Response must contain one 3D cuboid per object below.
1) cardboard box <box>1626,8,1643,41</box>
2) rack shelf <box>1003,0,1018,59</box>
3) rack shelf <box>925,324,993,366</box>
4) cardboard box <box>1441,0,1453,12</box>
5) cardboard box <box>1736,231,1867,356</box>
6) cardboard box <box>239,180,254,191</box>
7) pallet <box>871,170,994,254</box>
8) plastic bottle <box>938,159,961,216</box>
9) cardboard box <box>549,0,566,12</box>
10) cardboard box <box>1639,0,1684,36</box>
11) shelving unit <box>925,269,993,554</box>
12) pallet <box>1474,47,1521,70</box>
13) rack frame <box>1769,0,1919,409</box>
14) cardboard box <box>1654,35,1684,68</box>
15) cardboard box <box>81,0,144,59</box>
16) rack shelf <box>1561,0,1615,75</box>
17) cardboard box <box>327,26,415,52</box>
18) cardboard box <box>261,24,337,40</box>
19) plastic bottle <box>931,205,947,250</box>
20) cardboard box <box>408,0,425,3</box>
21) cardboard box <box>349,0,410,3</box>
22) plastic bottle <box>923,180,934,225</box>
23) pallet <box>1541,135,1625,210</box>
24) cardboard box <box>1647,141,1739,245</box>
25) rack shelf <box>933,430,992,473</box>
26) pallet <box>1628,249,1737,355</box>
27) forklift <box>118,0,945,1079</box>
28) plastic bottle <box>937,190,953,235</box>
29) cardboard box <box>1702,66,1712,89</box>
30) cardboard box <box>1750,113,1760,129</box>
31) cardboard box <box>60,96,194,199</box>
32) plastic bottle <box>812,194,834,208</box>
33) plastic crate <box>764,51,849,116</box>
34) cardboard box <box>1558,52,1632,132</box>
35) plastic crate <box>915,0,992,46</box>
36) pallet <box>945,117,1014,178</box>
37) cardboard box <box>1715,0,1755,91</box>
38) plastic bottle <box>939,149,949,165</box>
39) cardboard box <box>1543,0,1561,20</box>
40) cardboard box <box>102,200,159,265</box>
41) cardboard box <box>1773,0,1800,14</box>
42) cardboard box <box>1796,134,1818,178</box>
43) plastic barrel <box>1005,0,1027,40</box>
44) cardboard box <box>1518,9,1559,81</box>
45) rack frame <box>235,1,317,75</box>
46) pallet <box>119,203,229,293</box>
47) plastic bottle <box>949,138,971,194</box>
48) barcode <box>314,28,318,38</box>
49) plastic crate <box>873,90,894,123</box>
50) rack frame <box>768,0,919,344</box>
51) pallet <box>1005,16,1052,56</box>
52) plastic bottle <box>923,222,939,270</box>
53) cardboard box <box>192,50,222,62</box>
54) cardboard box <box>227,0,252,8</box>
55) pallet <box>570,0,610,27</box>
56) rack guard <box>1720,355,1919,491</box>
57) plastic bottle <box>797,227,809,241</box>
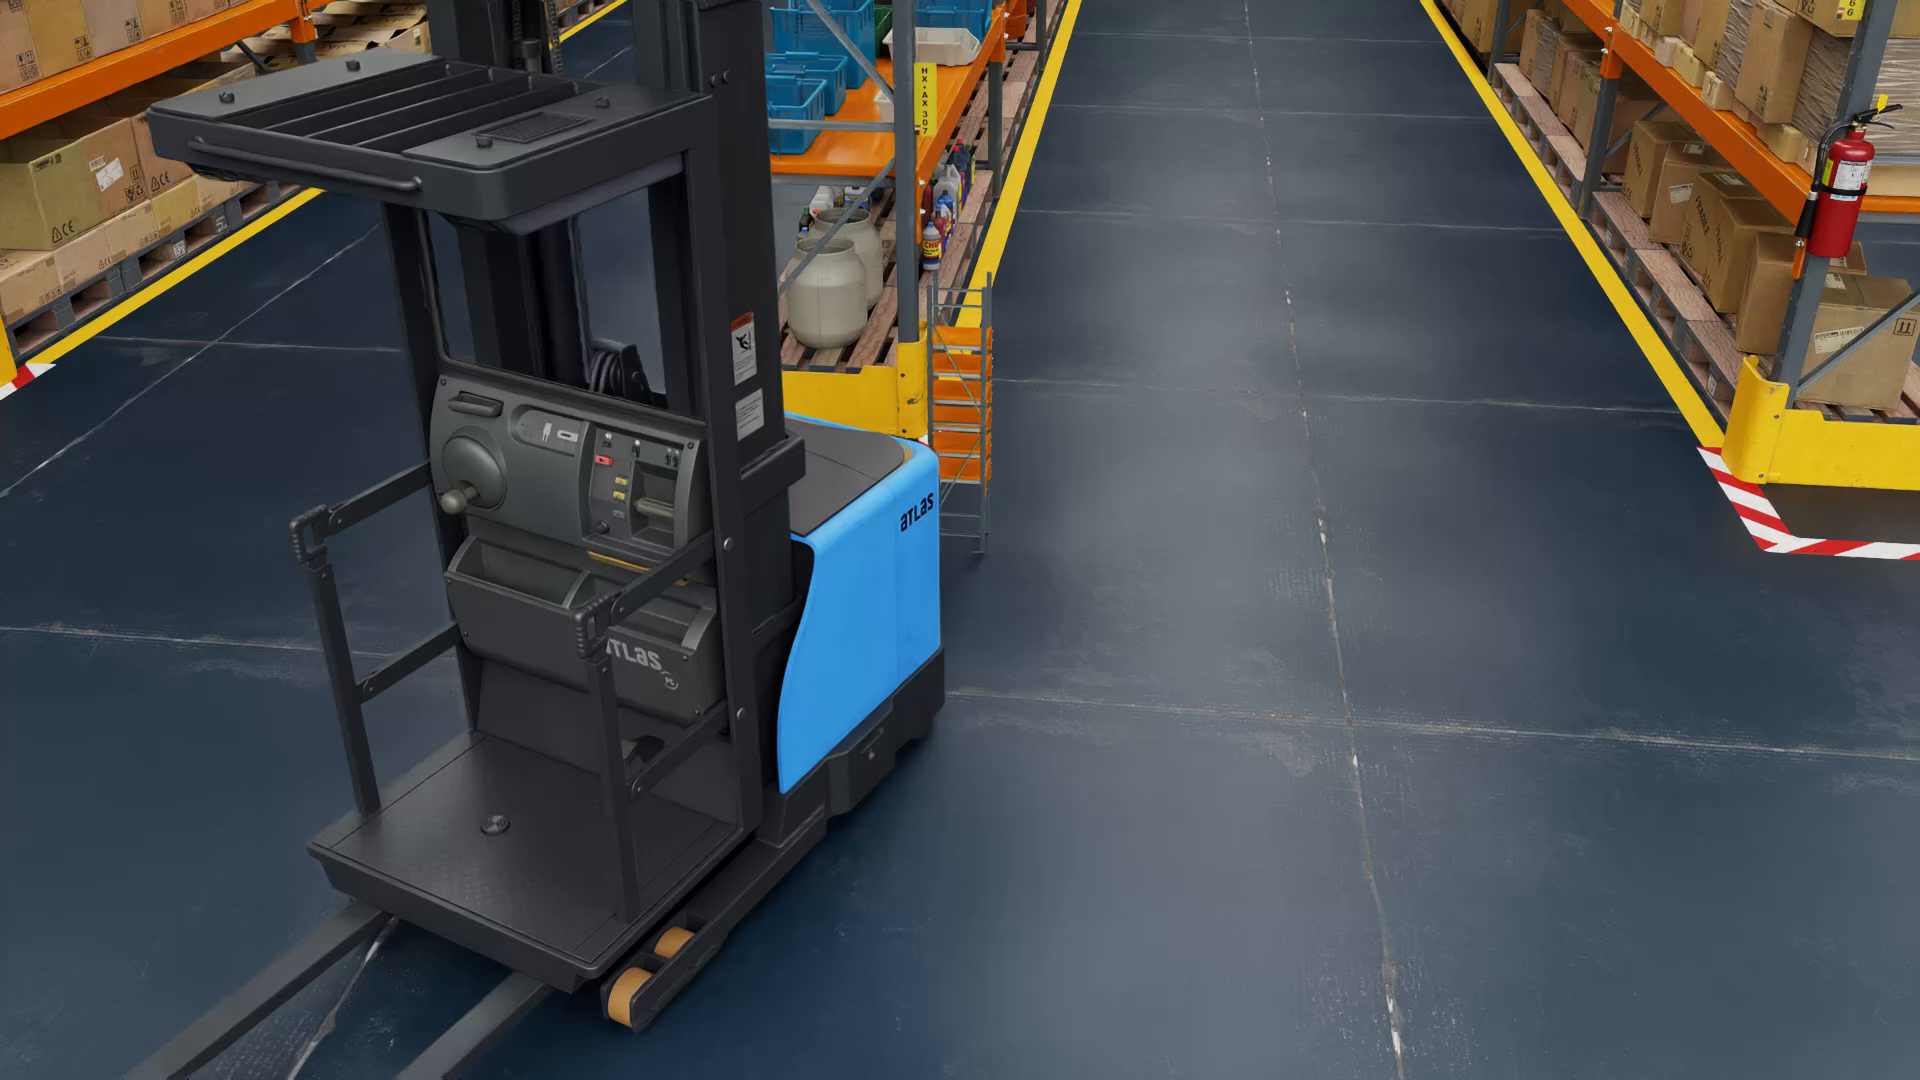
[{"bbox_3d":[4.337,-3.173,10.241,0.380,0.149,0.250,3,28,6],"label":"cardboard box"},{"bbox_3d":[0.035,-4.396,13.006,1.077,0.370,4.000,3,28,6],"label":"rack shelf"},{"bbox_3d":[-0.002,-0.799,6.803,0.258,0.103,0.180,3,28,6],"label":"rack shelf"},{"bbox_3d":[5.518,-5.776,16.606,1.225,0.875,0.875,2,28,4],"label":"cardboard box"},{"bbox_3d":[4.348,-1.262,8.622,0.500,0.500,0.500,11,30,19],"label":"cardboard box"},{"bbox_3d":[-5.037,-2.570,11.314,0.500,0.250,0.500,3,28,6],"label":"cardboard box"},{"bbox_3d":[-0.334,-2.230,11.167,1.003,0.211,1.213,3,28,6],"label":"pallet"},{"bbox_3d":[-0.066,-2.237,10.568,0.144,0.351,0.185,3,28,6],"label":"plastic bottle"},{"bbox_3d":[-4.238,-5.482,16.434,0.500,0.500,0.500,2,28,4],"label":"cardboard box"},{"bbox_3d":[4.493,-3.217,9.640,0.875,0.500,0.500,3,28,6],"label":"cardboard box"},{"bbox_3d":[-0.002,-0.521,6.953,0.258,1.200,0.189,3,28,6],"label":"shelving unit"},{"bbox_3d":[5.367,-4.506,15.391,1.003,0.211,1.213,3,28,6],"label":"pallet"},{"bbox_3d":[4.215,-1.601,7.059,1.000,3.000,0.127,3,28,6],"label":"rack frame"},{"bbox_3d":[4.241,-2.820,9.586,0.380,0.149,0.250,3,28,6],"label":"cardboard box"},{"bbox_3d":[-5.359,-3.170,9.867,0.700,0.500,0.500,4,29,8],"label":"cardboard box"},{"bbox_3d":[4.950,-4.109,12.472,1.077,0.370,4.000,3,28,6],"label":"rack shelf"},{"bbox_3d":[-4.699,-3.942,13.269,0.500,0.311,0.500,2,28,5],"label":"cardboard box"},{"bbox_3d":[-5.240,-3.970,13.321,0.500,0.311,0.500,3,28,6],"label":"cardboard box"},{"bbox_3d":[-0.127,-1.878,9.986,0.097,0.271,0.097,0,28,0],"label":"plastic bottle"},{"bbox_3d":[-4.513,-4.659,14.601,0.500,0.311,0.500,3,28,5],"label":"cardboard box"},{"bbox_3d":[-5.047,-4.688,14.654,0.500,0.311,0.500,3,28,5],"label":"cardboard box"},{"bbox_3d":[-0.196,-2.137,10.454,0.061,0.283,0.133,3,28,6],"label":"plastic bottle"},{"bbox_3d":[4.799,-2.623,11.896,1.003,0.211,1.213,3,28,6],"label":"pallet"},{"bbox_3d":[4.554,-2.112,10.201,0.500,0.500,0.500,13,31,22],"label":"cardboard box"},{"bbox_3d":[-0.002,-0.377,7.031,0.258,0.103,0.180,3,28,6],"label":"rack shelf"},{"bbox_3d":[4.511,-1.362,9.556,1.003,0.211,1.213,3,28,6],"label":"pallet"},{"bbox_3d":[-1.211,-0.160,4.458,1.130,2.935,3.031,15,32,25],"label":"forklift"},{"bbox_3d":[-0.090,-2.020,10.250,0.097,0.271,0.097,0,28,0],"label":"plastic bottle"},{"bbox_3d":[4.224,-2.462,8.923,0.380,0.149,0.250,3,28,6],"label":"cardboard box"},{"bbox_3d":[4.174,-2.107,8.263,0.380,0.149,0.250,3,28,6],"label":"cardboard box"},{"bbox_3d":[-5.143,-2.428,10.260,0.500,0.500,0.500,3,28,6],"label":"cardboard box"},{"bbox_3d":[-0.835,-1.956,10.125,0.152,0.276,0.135,3,28,5],"label":"plastic bottle"},{"bbox_3d":[-0.851,-2.382,8.665,0.499,0.251,0.408,3,28,6],"label":"plastic crate"},{"bbox_3d":[4.947,-3.352,12.480,0.700,0.500,0.500,1,28,2],"label":"cardboard box"},{"bbox_3d":[-0.076,-3.169,10.127,0.499,0.251,0.616,3,28,6],"label":"plastic crate"},{"bbox_3d":[-0.153,-2.916,12.440,1.003,0.211,1.213,3,28,6],"label":"pallet"},{"bbox_3d":[4.356,-2.508,8.324,0.875,0.500,0.500,3,28,6],"label":"cardboard box"},{"bbox_3d":[-0.146,-2.488,11.034,0.144,0.351,0.185,3,28,6],"label":"plastic bottle"},{"bbox_3d":[5.143,-4.473,13.771,0.500,0.250,0.500,4,29,8],"label":"cardboard box"},{"bbox_3d":[-5.210,-1.863,10.002,0.500,0.250,0.500,3,28,6],"label":"cardboard box"},{"bbox_3d":[4.093,-2.725,7.672,0.500,0.500,0.500,3,28,6],"label":"cardboard box"},{"bbox_3d":[4.077,-1.754,7.608,0.380,0.149,0.250,3,28,6],"label":"cardboard box"},{"bbox_3d":[0.323,-5.115,15.428,0.600,0.830,0.708,3,28,6],"label":"plastic barrel"},{"bbox_3d":[5.133,-4.143,13.950,0.700,0.500,0.500,2,28,4],"label":"cardboard box"},{"bbox_3d":[-5.126,-4.061,11.626,1.000,3.000,0.127,3,28,6],"label":"rack frame"},{"bbox_3d":[-5.412,-1.886,10.528,1.003,0.211,1.213,3,28,6],"label":"pallet"},{"bbox_3d":[-0.003,-2.479,11.018,0.144,0.351,0.185,3,28,5],"label":"plastic bottle"},{"bbox_3d":[-4.681,-3.673,12.065,0.001,0.075,0.075,3,28,6],"label":"barcode"},{"bbox_3d":[-0.271,-2.175,8.403,0.298,0.136,0.250,3,28,6],"label":"plastic crate"},{"bbox_3d":[-0.700,-1.889,7.593,1.000,3.000,0.127,3,28,6],"label":"rack frame"},{"bbox_3d":[0.335,-4.800,15.938,1.003,0.211,1.213,3,28,6],"label":"pallet"},{"bbox_3d":[-0.169,-1.717,9.687,0.097,0.271,0.097,0,28,0],"label":"plastic bottle"},{"bbox_3d":[-5.493,-3.166,11.629,0.500,0.500,0.500,3,28,6],"label":"cardboard box"},{"bbox_3d":[-5.174,-3.896,11.214,0.700,0.500,0.500,3,28,5],"label":"cardboard box"},{"bbox_3d":[-4.355,-5.638,17.493,1.003,0.211,1.213,3,28,6],"label":"pallet"},{"bbox_3d":[4.225,-0.536,7.718,1.175,0.500,0.348,3,28,6],"label":"rack guard"},{"bbox_3d":[-0.910,-1.740,9.805,0.097,0.201,0.097,0,28,0],"label":"plastic bottle"}]
